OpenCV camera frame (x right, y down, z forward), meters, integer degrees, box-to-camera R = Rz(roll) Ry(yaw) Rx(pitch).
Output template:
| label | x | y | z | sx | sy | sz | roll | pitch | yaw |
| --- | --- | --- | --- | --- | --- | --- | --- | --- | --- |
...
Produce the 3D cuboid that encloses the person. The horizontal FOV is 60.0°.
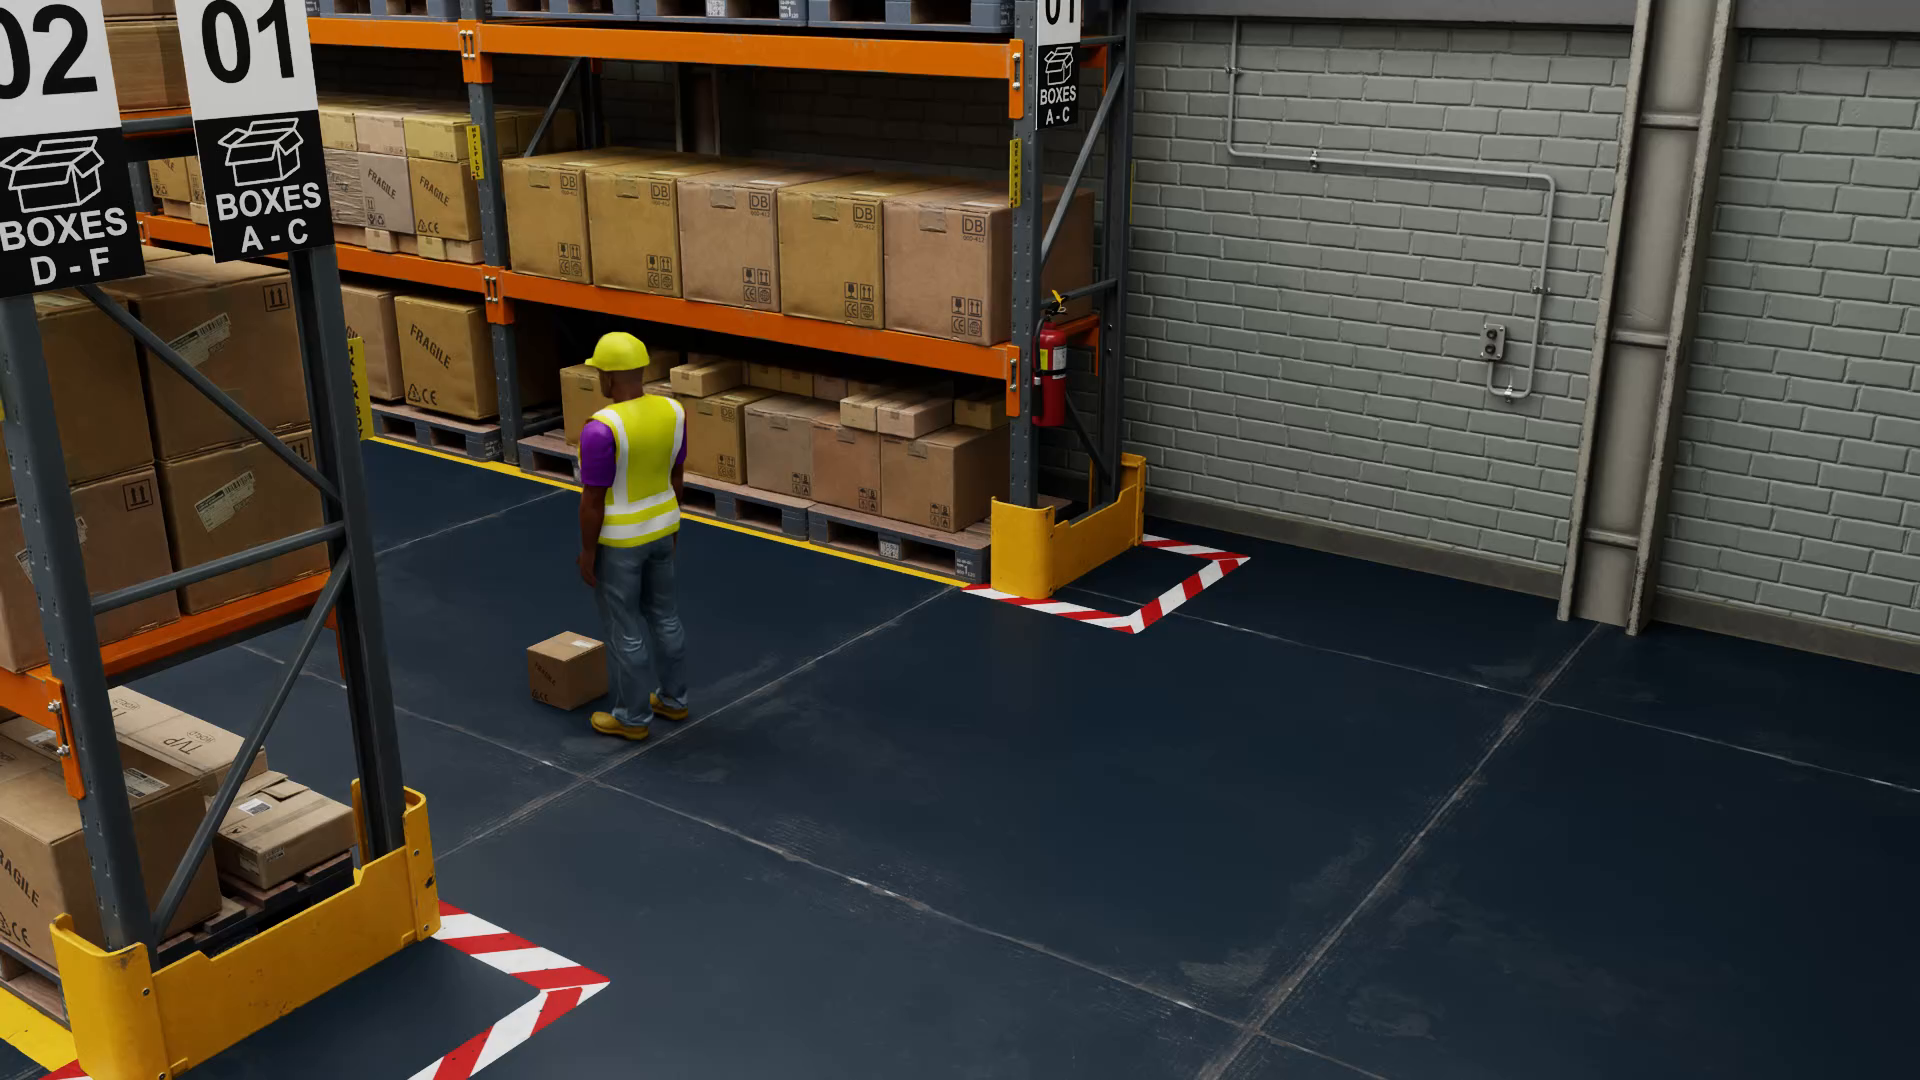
| label | x | y | z | sx | sy | sz | roll | pitch | yaw |
| --- | --- | --- | --- | --- | --- | --- | --- | --- | --- |
| person | -1.402 | -0.019 | 7.083 | 0.368 | 1.767 | 0.563 | 14 | 24 | 33 |
